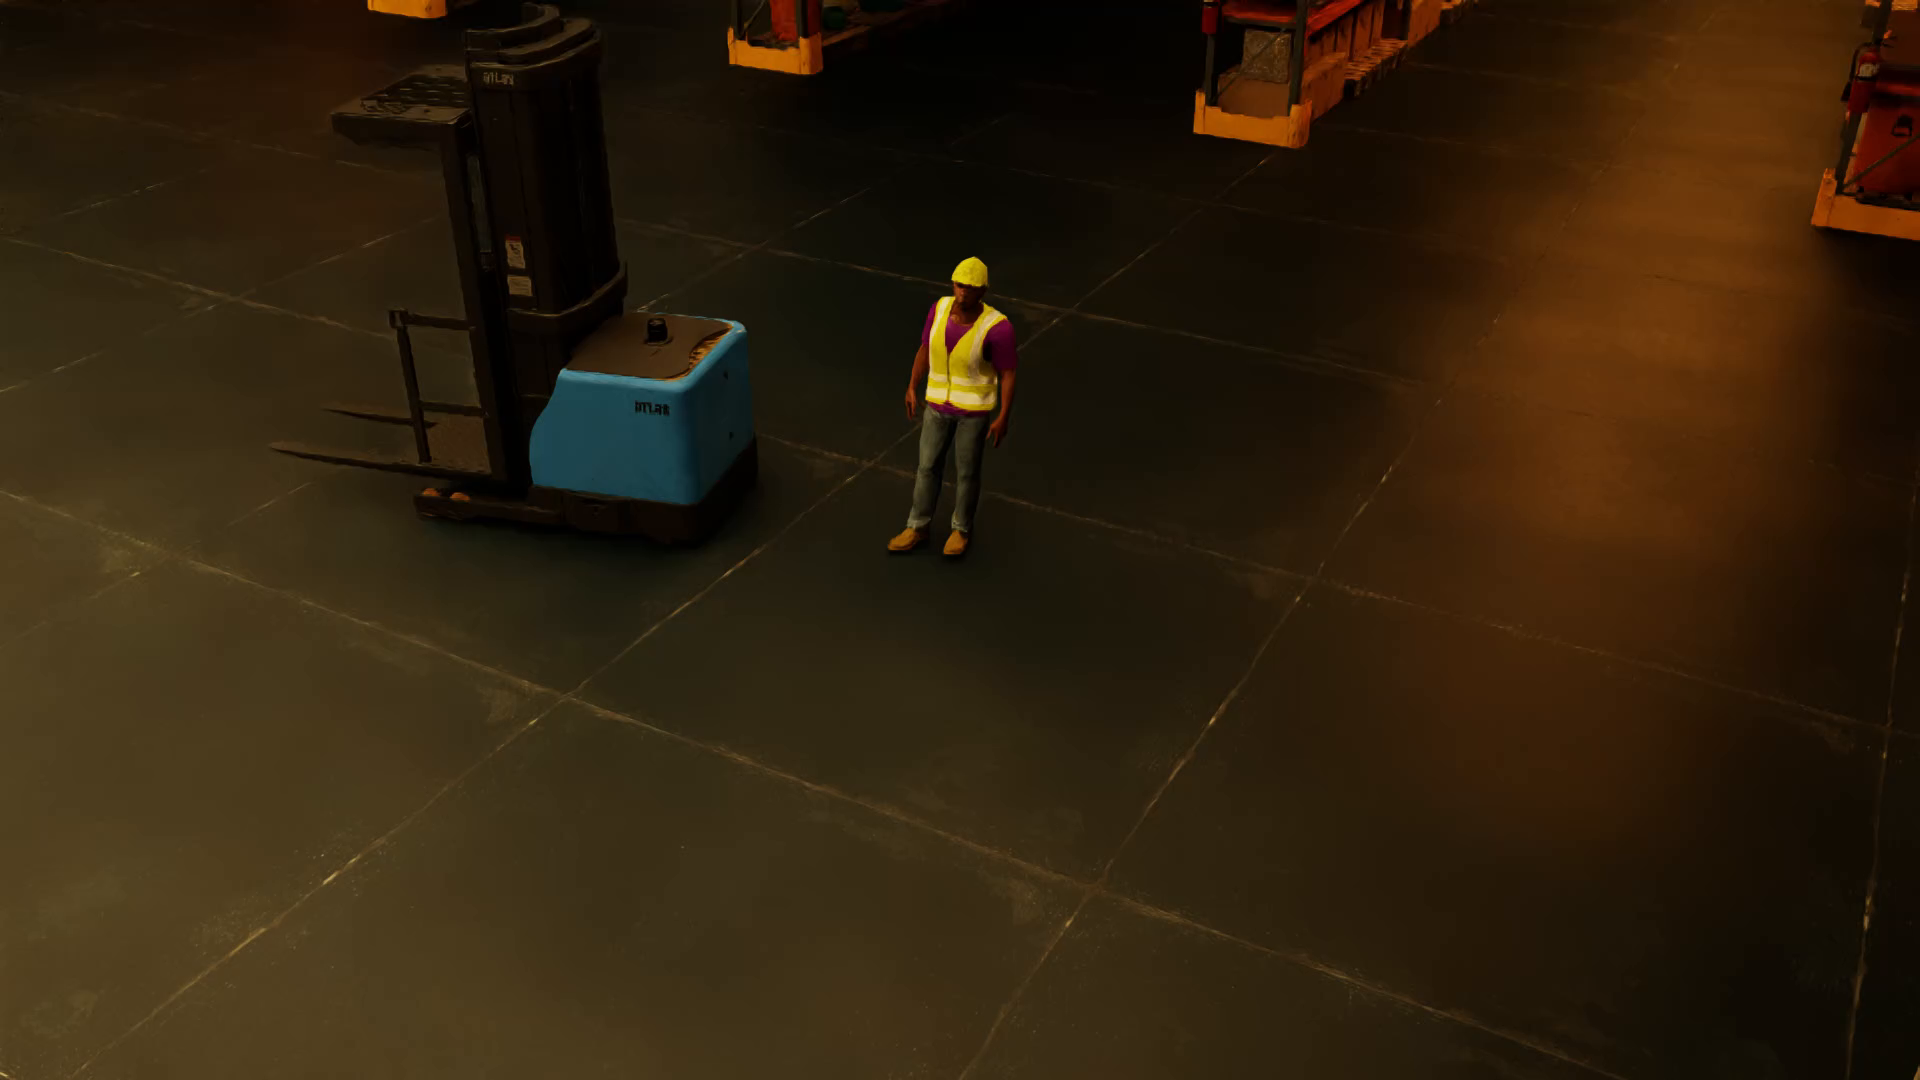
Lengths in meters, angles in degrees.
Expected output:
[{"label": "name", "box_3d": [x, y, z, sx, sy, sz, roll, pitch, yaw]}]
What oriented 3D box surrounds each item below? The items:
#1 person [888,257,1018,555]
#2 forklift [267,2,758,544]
[{"label": "person", "box_3d": [-0.038, -0.742, 9.507, 0.665, 1.766, 0.576, 15, 33, 25]}, {"label": "forklift", "box_3d": [-2.865, -1.637, 9.908, 3.031, 2.935, 1.130, 8, 31, 13]}]
